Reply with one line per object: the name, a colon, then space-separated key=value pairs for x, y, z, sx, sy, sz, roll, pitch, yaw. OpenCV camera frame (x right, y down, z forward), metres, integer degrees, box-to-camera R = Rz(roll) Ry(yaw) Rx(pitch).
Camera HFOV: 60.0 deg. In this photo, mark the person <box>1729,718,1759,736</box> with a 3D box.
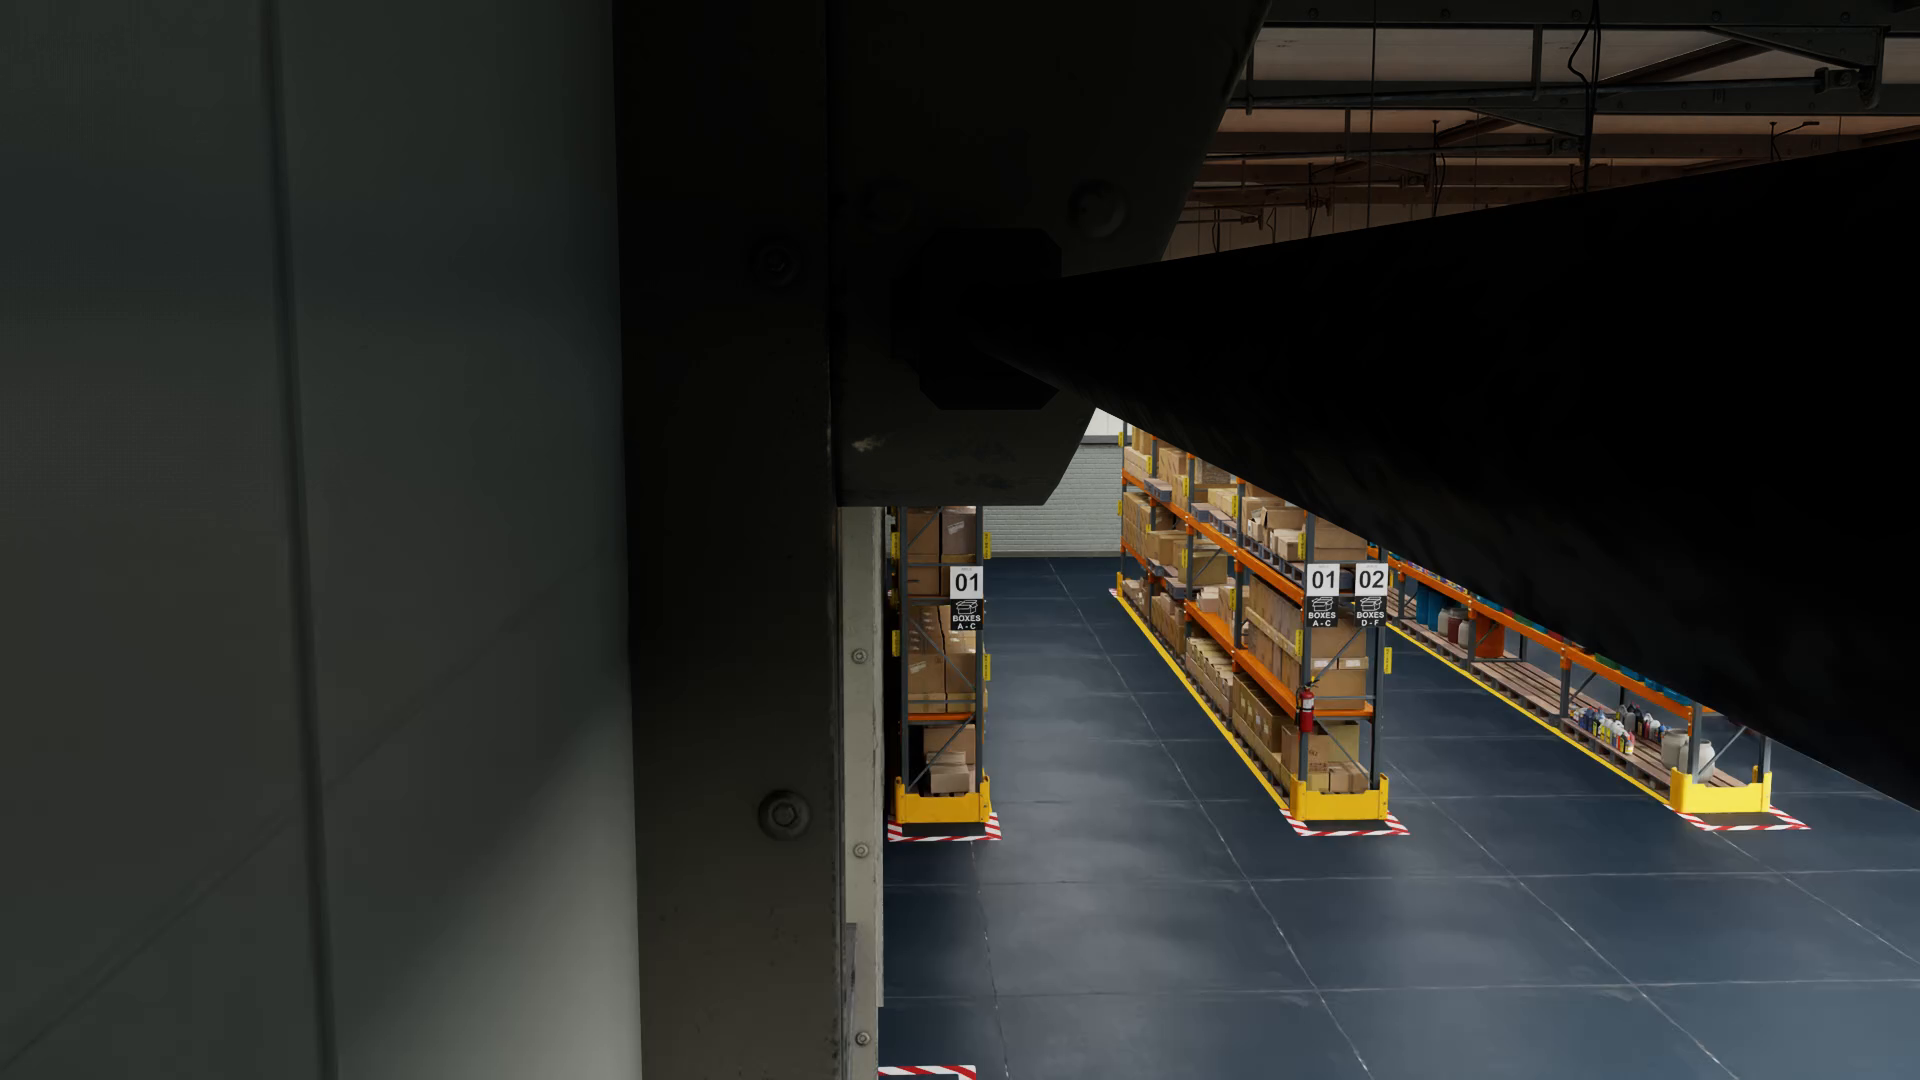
person: x=11.703 y=2.062 z=24.682 sx=0.505 sy=1.593 sz=0.992 roll=-1 pitch=8 yaw=-6
